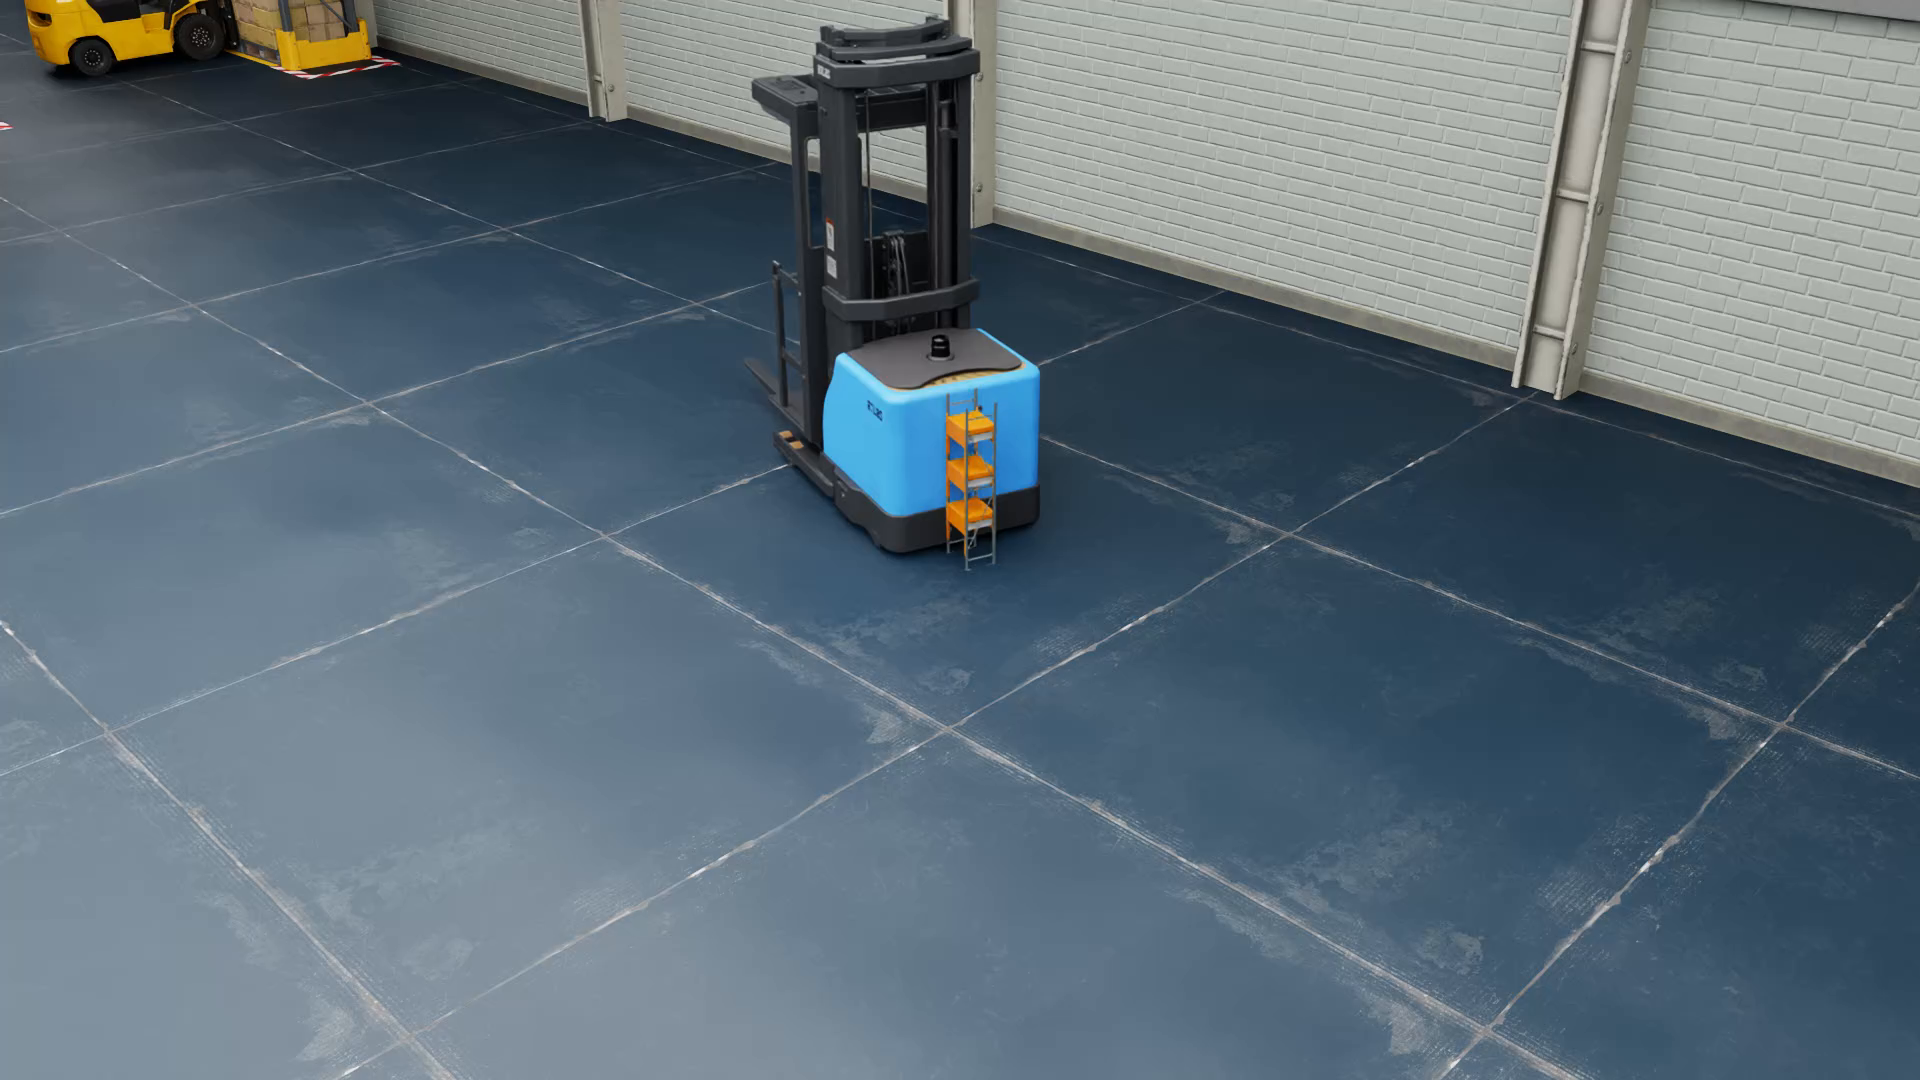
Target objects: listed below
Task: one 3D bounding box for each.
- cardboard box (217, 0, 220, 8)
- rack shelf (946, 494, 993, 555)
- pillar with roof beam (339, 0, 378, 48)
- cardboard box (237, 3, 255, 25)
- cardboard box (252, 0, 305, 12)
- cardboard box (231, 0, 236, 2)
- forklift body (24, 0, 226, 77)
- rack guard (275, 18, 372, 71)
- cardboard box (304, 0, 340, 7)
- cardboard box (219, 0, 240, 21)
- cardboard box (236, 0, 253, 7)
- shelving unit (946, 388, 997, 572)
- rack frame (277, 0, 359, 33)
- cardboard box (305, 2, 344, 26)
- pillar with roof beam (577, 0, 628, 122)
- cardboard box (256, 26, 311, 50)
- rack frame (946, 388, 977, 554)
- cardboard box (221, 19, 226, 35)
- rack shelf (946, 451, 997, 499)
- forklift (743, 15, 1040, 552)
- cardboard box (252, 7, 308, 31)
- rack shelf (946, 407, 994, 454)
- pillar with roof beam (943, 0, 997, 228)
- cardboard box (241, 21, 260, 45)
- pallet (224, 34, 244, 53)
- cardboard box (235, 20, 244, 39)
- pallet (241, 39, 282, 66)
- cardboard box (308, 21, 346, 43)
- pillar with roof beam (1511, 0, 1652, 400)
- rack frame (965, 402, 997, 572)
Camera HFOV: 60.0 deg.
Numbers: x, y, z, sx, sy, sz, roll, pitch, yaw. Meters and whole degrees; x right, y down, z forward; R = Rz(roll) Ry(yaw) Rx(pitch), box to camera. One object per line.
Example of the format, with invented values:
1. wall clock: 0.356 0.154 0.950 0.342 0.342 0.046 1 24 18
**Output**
1. cardboard box: -10.254 -7.552 23.356 0.500 0.250 0.500 24 36 38
2. rack shelf: 0.066 -0.094 9.921 0.215 0.259 0.240 -13 31 -24
3. pillar with roof beam: -11.483 -9.567 18.775 0.400 9.000 9.100 25 36 38
4. cardboard box: -9.517 -7.226 22.736 0.500 0.250 0.500 24 36 38
5. cardboard box: -9.148 -7.272 22.286 0.500 0.250 0.500 -24 36 -38
6. cardboard box: -9.883 -7.598 22.906 0.500 0.250 0.500 -25 37 -39
7. forklift body: -11.232 -7.452 22.110 1.214 2.155 2.313 25 36 38
8. rack guard: -8.583 -6.700 22.454 0.348 0.500 1.175 25 36 38
9. cardboard box: -8.811 -7.445 22.615 0.500 0.250 0.500 24 36 38
10. cardboard box: -9.900 -7.388 23.043 0.500 0.250 0.500 24 36 37
11. cardboard box: -9.516 -7.437 22.599 0.500 0.250 0.500 -25 36 -38
12. shelving unit: 0.066 -0.349 9.786 0.215 1.050 0.252 -13 31 -24
13. rack frame: -8.601 -7.814 21.888 0.127 3.000 1.000 25 36 38
14. cardboard box: -8.790 -7.226 22.736 0.500 0.250 0.500 -25 36 -38
15. pillar with roof beam: -7.205 -7.609 15.052 0.400 9.000 9.100 25 36 38
16. cardboard box: -9.157 -6.831 22.522 0.500 0.250 0.500 25 37 39
17. rack frame: 0.010 -0.400 9.883 0.200 1.050 0.008 -13 31 -24
18. cardboard box: -10.242 -7.325 23.461 0.500 0.250 0.500 -24 36 -38
19. rack shelf: 0.066 -0.340 9.791 0.215 0.259 0.240 -13 31 -24
20. forklift: -0.621 -1.880 10.676 1.130 2.935 3.031 -13 31 -24
21. cardboard box: -9.167 -7.059 22.418 0.500 0.250 0.500 24 36 38
22. rack shelf: 0.066 -0.591 9.659 0.215 0.259 0.240 -13 31 -24
23. pillar with roof beam: -2.927 -5.651 11.329 0.400 9.000 9.100 25 36 38
24. cardboard box: -9.505 -6.997 22.836 0.500 0.250 0.500 25 36 38
25. pallet: -10.041 -7.213 23.742 1.213 0.211 1.003 25 36 38
26. cardboard box: -9.856 -7.163 23.153 0.500 0.250 0.500 -25 37 -39
27. pallet: -9.175 -6.815 22.985 1.213 0.211 1.003 25 36 38
28. cardboard box: -8.814 -7.008 22.858 0.500 0.250 0.500 25 37 39
29. pillar with roof beam: 1.352 -3.694 7.606 0.400 9.000 9.100 25 36 38
30. rack frame: 0.121 -0.299 9.690 0.200 1.050 0.008 -13 31 -24
